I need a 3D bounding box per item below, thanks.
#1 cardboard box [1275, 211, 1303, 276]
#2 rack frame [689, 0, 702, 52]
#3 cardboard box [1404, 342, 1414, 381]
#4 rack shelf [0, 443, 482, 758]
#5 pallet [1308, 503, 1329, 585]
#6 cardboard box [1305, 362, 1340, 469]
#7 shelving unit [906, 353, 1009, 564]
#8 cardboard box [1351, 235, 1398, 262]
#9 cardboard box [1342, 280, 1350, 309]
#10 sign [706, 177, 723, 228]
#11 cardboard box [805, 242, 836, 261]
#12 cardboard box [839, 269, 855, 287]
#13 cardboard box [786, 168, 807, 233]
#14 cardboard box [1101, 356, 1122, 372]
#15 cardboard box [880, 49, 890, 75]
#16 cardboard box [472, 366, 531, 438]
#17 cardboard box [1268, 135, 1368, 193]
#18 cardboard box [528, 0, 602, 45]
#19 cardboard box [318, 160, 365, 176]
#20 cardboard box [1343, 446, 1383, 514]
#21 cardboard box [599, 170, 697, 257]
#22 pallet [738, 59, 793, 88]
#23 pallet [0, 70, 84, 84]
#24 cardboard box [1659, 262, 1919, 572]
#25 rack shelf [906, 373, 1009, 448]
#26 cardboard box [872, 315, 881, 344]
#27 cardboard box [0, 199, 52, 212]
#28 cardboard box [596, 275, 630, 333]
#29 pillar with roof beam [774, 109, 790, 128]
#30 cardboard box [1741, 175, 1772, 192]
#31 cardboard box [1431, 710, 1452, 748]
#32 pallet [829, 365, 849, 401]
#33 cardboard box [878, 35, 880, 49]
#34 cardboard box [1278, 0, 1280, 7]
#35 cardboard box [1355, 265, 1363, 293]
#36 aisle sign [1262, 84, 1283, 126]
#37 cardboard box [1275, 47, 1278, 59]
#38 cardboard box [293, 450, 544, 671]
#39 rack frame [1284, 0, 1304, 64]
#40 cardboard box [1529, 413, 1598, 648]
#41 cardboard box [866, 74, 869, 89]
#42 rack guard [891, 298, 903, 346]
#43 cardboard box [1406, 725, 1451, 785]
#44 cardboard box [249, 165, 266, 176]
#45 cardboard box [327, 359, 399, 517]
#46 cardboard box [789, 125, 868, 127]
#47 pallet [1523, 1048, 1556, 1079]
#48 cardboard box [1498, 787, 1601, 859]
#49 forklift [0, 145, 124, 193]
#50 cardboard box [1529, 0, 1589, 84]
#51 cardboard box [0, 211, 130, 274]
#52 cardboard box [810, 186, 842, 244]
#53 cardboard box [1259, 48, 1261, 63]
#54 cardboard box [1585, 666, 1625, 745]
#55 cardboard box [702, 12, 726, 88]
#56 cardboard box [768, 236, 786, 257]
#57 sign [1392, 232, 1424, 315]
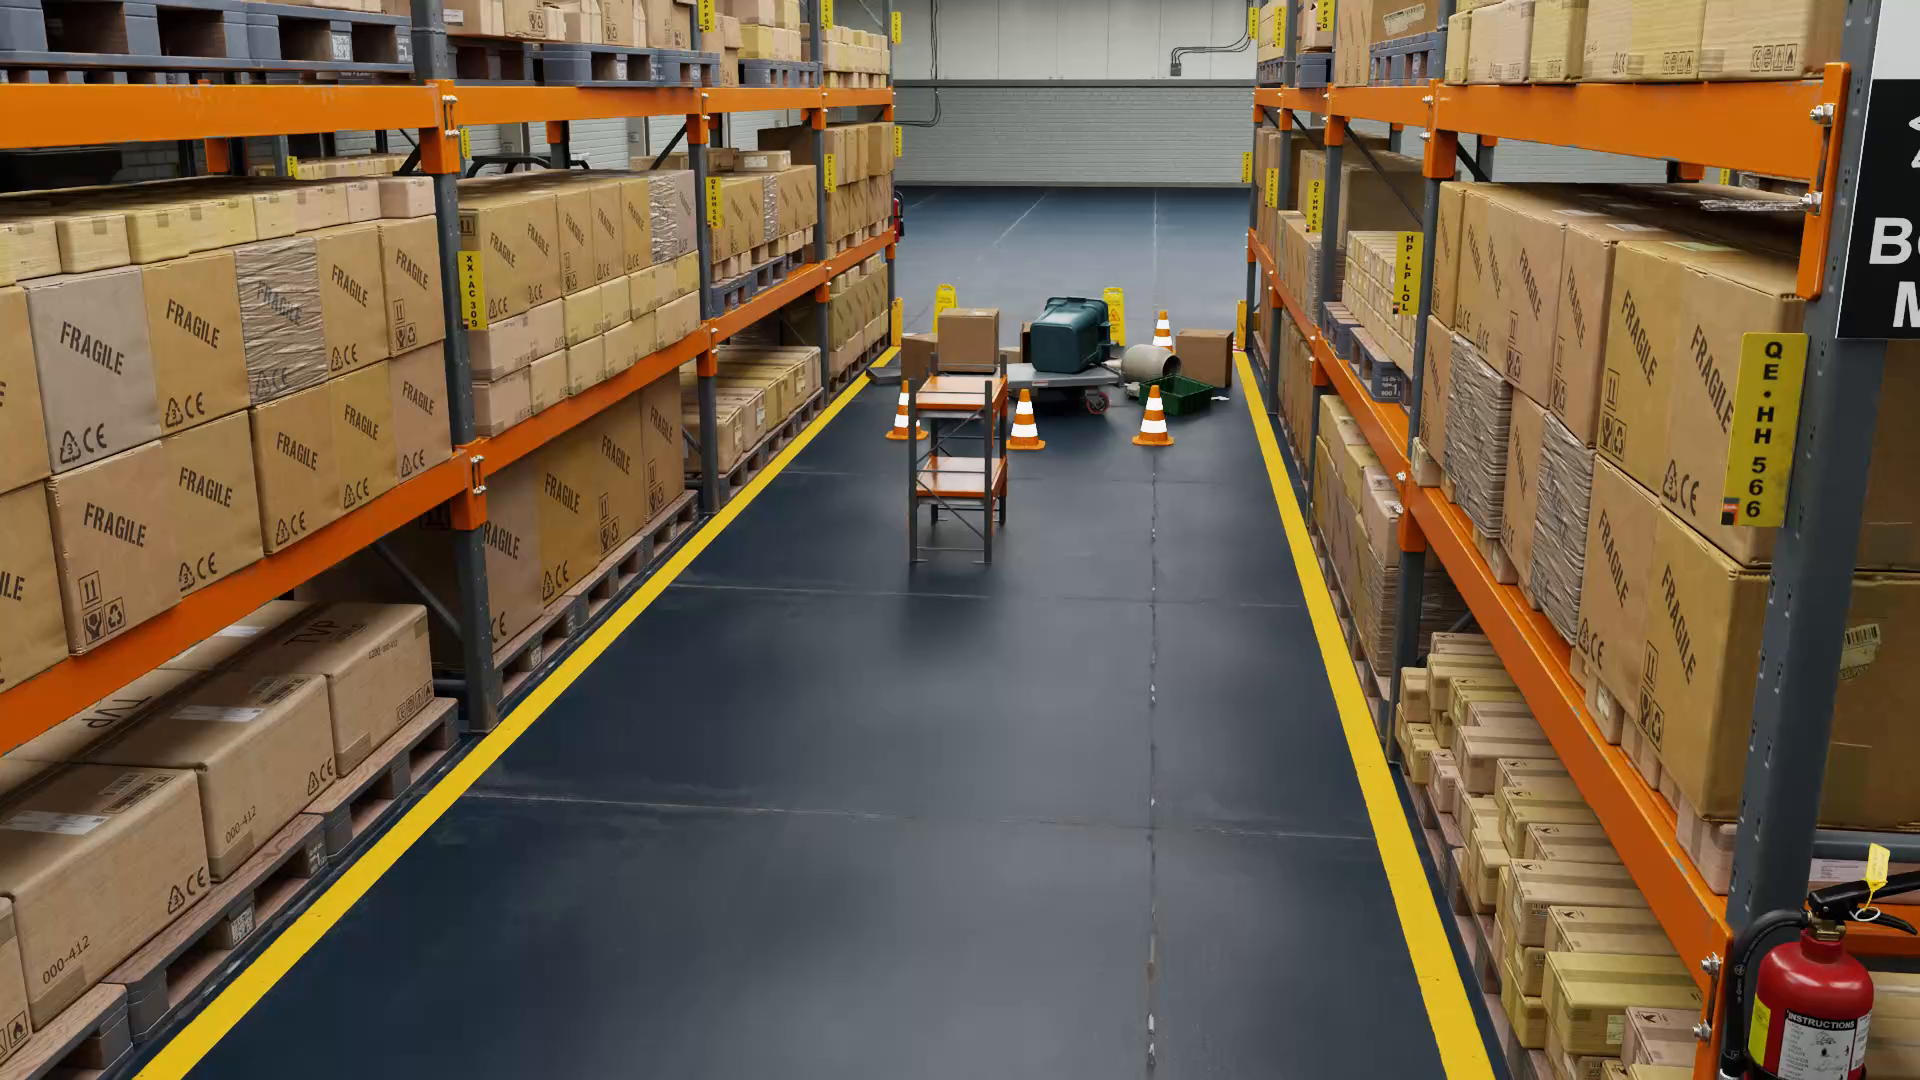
[{"bbox_3d":[2.910,-2.480,13.894,0.500,0.500,0.500,2,15,7],"label":"cardboard box"},{"bbox_3d":[-2.145,-4.538,10.205,1.000,3.000,0.127,2,15,6],"label":"rack frame"},{"bbox_3d":[2.240,-0.807,7.578,0.380,0.149,0.250,2,15,6],"label":"cardboard box"},{"bbox_3d":[-2.822,0.261,5.327,1.077,0.370,4.000,2,15,6],"label":"rack shelf"},{"bbox_3d":[2.695,0.026,10.161,1.003,0.211,1.213,2,15,6],"label":"pallet"},{"bbox_3d":[2.943,-0.794,11.359,1.050,0.750,0.750,1,15,5],"label":"cardboard box"},{"bbox_3d":[-0.001,-0.541,10.509,0.538,1.125,1.048,2,15,6],"label":"shelving unit"},{"bbox_3d":[2.513,-1.707,9.766,0.380,0.149,0.250,1,15,5],"label":"cardboard box"},{"bbox_3d":[2.534,-1.494,10.117,0.380,0.149,0.250,1,15,5],"label":"cardboard box"},{"bbox_3d":[-1.593,-2.185,10.780,0.100,0.325,0.005,2,15,6],"label":"sign"},{"bbox_3d":[-1.339,-2.630,15.125,0.380,0.149,0.250,2,15,6],"label":"cardboard box"},{"bbox_3d":[-1.229,-2.539,16.089,0.380,0.149,0.250,2,15,8],"label":"cardboard box"},{"bbox_3d":[-1.572,-2.819,13.774,0.500,0.500,0.500,2,15,7],"label":"cardboard box"},{"bbox_3d":[1.600,-1.740,16.589,0.396,0.266,0.258,4,16,16],"label":"cardboard box"},{"bbox_3d":[-1.032,-5.095,17.731,0.500,0.250,0.500,2,15,6],"label":"cardboard box"},{"bbox_3d":[-2.284,-0.639,7.564,0.500,0.250,0.500,1,15,5],"label":"cardboard box"},{"bbox_3d":[3.259,-3.394,15.112,0.875,0.550,0.550,2,15,6],"label":"cardboard box"},{"bbox_3d":[-2.042,-2.654,8.437,0.396,0.266,0.258,3,15,11],"label":"cardboard box"},{"bbox_3d":[-6.229,-3.740,16.743,0.380,0.149,0.250,2,15,6],"label":"cardboard box"},{"bbox_3d":[2.283,-0.314,8.625,0.500,0.250,0.500,1,15,4],"label":"cardboard box"},{"bbox_3d":[-1.943,-2.031,10.320,0.500,0.500,0.500,1,15,5],"label":"cardboard box"},{"bbox_3d":[-1.983,-3.611,12.882,1.213,0.211,1.003,2,15,6],"label":"pallet"},{"bbox_3d":[-7.089,-3.323,11.819,1.213,0.211,1.003,2,15,9],"label":"pallet"},{"bbox_3d":[1.687,-0.248,3.156,0.500,0.500,0.500,1,15,5],"label":"cardboard box"},{"bbox_3d":[-0.001,-0.824,10.432,0.538,0.278,1.000,2,15,6],"label":"rack shelf"},{"bbox_3d":[-1.132,-2.241,17.665,0.500,0.250,0.500,2,15,6],"label":"cardboard box"},{"bbox_3d":[-3.080,-0.980,5.190,0.380,0.149,0.250,2,15,6],"label":"cardboard box"},{"bbox_3d":[-2.097,-1.277,8.967,0.500,0.250,0.500,1,15,5],"label":"cardboard box"},{"bbox_3d":[-0.163,-12.702,40.397,9.100,9.000,0.400,2,15,6],"label":"pillar with roof beam"},{"bbox_3d":[8.515,-3.475,17.006,0.875,0.500,0.500,2,15,6],"label":"cardboard box"},{"bbox_3d":[2.035,0.698,6.422,0.380,0.149,0.250,2,15,7],"label":"cardboard box"},{"bbox_3d":[-1.653,-1.509,15.837,1.003,0.211,1.213,2,15,6],"label":"pallet"},{"bbox_3d":[-1.054,-5.266,17.599,0.380,0.149,0.250,2,15,7],"label":"cardboard box"},{"bbox_3d":[3.018,-4.757,14.721,0.380,0.149,0.250,2,15,6],"label":"cardboard box"},{"bbox_3d":[2.476,-1.488,9.527,0.380,0.149,0.250,1,15,5],"label":"cardboard box"},{"bbox_3d":[3.398,-4.880,17.981,0.394,0.787,0.004,2,15,6],"label":"aisle sign"},{"bbox_3d":[3.016,-4.374,14.830,0.380,0.149,0.250,2,15,7],"label":"cardboard box"},{"bbox_3d":[-2.606,0.055,7.977,0.875,0.875,0.875,2,15,8],"label":"cardboard box"},{"bbox_3d":[3.236,-5.456,13.600,1.000,3.000,0.127,2,15,6],"label":"rack frame"},{"bbox_3d":[1.788,-0.029,4.261,0.500,0.500,0.500,2,15,6],"label":"cardboard box"},{"bbox_3d":[-1.140,-4.680,16.957,0.380,0.149,0.250,2,15,6],"label":"cardboard box"},{"bbox_3d":[-1.251,-2.491,18.915,1.175,0.500,0.348,2,15,6],"label":"rack guard"},{"bbox_3d":[1.943,0.842,6.457,0.380,0.149,0.250,2,15,8],"label":"cardboard box"},{"bbox_3d":[-6.821,-3.485,15.801,0.380,0.149,0.250,1,15,5],"label":"cardboard box"},{"bbox_3d":[-2.447,-0.391,6.172,0.500,0.500,0.500,1,15,5],"label":"cardboard box"},{"bbox_3d":[-1.297,-3.861,16.517,0.700,0.500,0.500,2,15,6],"label":"cardboard box"},{"bbox_3d":[2.018,1.669,4.085,1.003,0.211,1.213,2,15,6],"label":"pallet"},{"bbox_3d":[1.887,0.889,5.145,0.380,0.149,0.250,2,15,7],"label":"cardboard box"},{"bbox_3d":[-4.924,-0.938,8.517,1.130,2.935,3.031,2,15,6],"label":"forklift"},{"bbox_3d":[1.831,-1.348,4.442,0.500,0.250,0.500,2,15,9],"label":"cardboard box"},{"bbox_3d":[-2.571,-0.831,4.640,0.380,0.149,0.250,2,15,7],"label":"cardboard box"},{"bbox_3d":[-1.367,-2.977,15.165,0.500,0.500,0.500,2,15,6],"label":"cardboard box"},{"bbox_3d":[3.302,-5.029,17.254,0.380,0.149,0.250,2,15,7],"label":"cardboard box"},{"bbox_3d":[1.723,0.385,3.973,0.380,0.149,0.250,2,15,8],"label":"cardboard box"},{"bbox_3d":[-2.028,-3.384,11.492,0.700,0.500,0.500,2,15,6],"label":"cardboard box"},{"bbox_3d":[-1.607,-2.355,13.302,0.380,0.149,0.250,2,15,6],"label":"cardboard box"},{"bbox_3d":[1.782,-1.059,6.615,0.100,0.325,0.005,2,15,6],"label":"sign"}]
